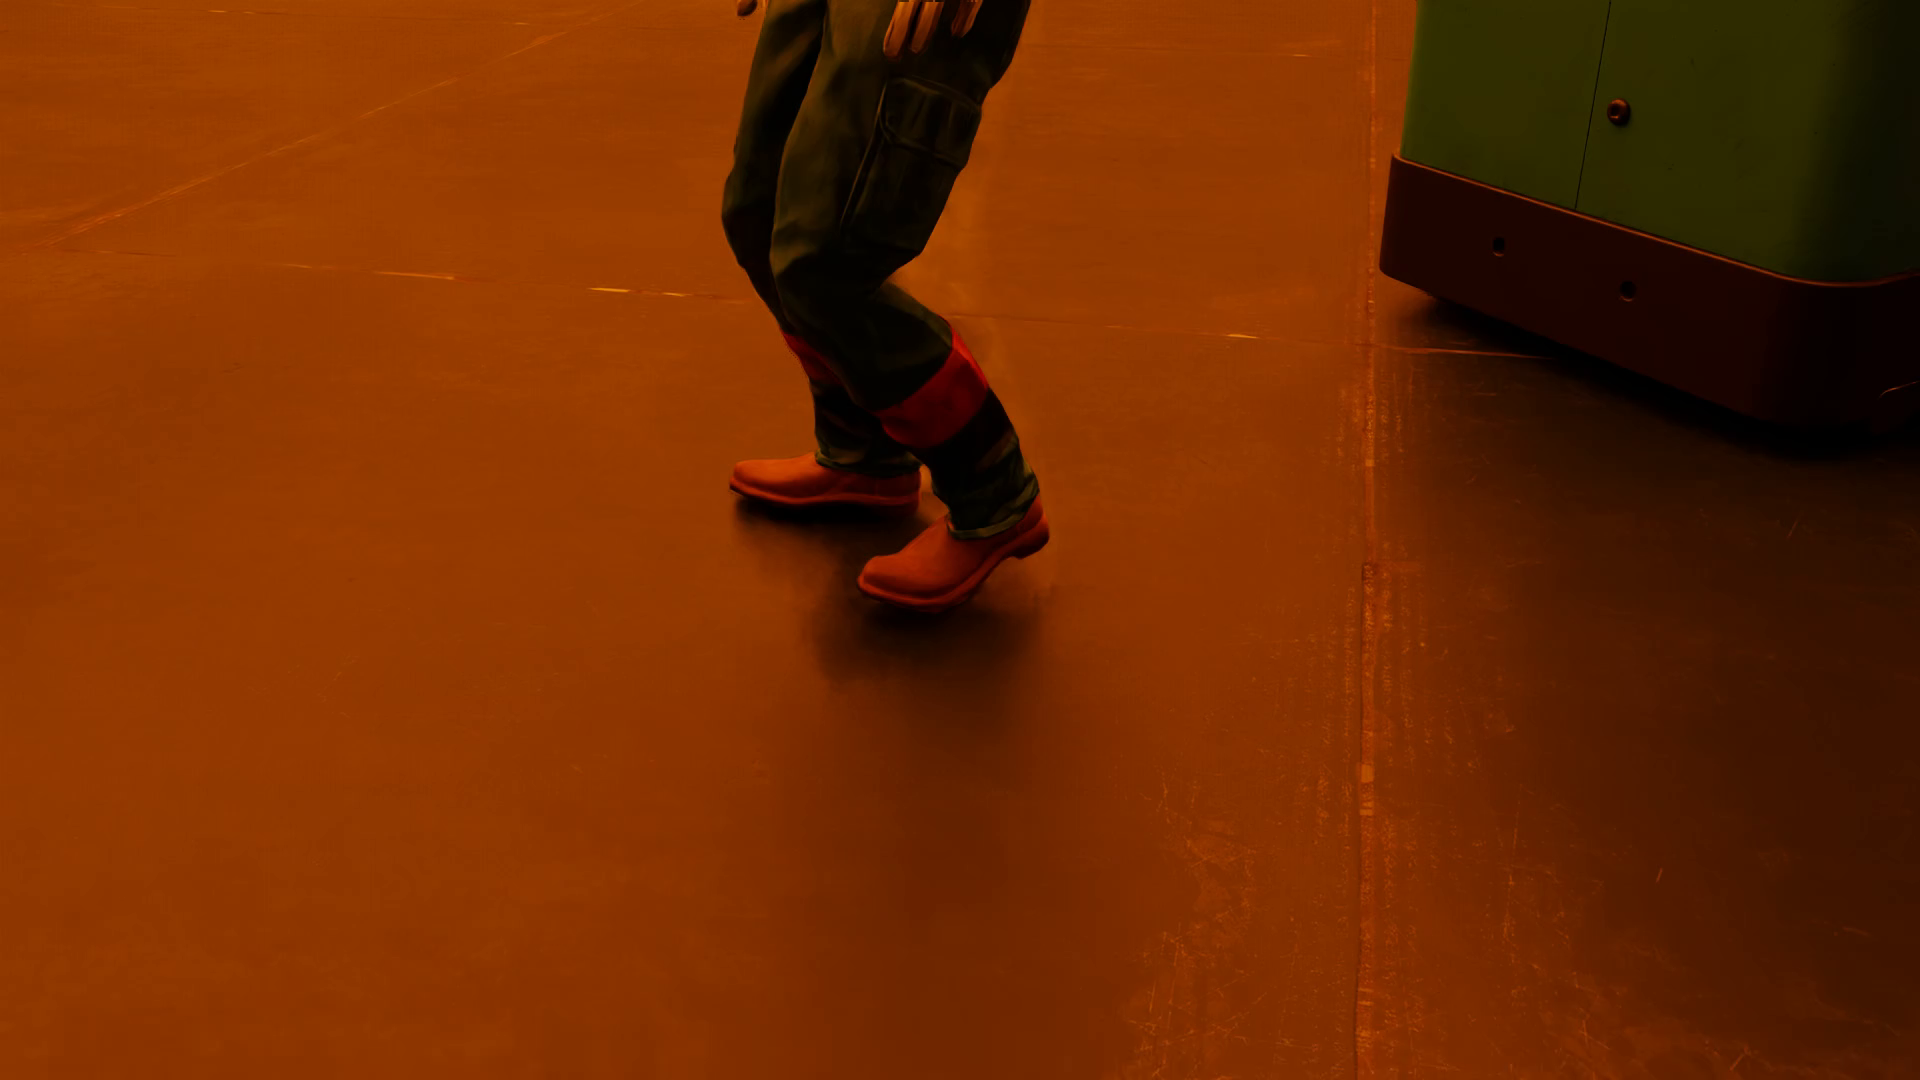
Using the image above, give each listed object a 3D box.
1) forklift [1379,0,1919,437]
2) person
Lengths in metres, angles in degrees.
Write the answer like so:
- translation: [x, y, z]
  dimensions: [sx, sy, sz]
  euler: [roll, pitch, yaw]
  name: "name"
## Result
- translation: [2.408, -1.950, 3.111]
  dimensions: [3.031, 2.935, 1.130]
  euler: [-14, 30, -26]
  name: "forklift"
- translation: [-0.102, -0.742, 2.069]
  dimensions: [0.430, 1.730, 0.783]
  euler: [-11, 29, -21]
  name: "person"
